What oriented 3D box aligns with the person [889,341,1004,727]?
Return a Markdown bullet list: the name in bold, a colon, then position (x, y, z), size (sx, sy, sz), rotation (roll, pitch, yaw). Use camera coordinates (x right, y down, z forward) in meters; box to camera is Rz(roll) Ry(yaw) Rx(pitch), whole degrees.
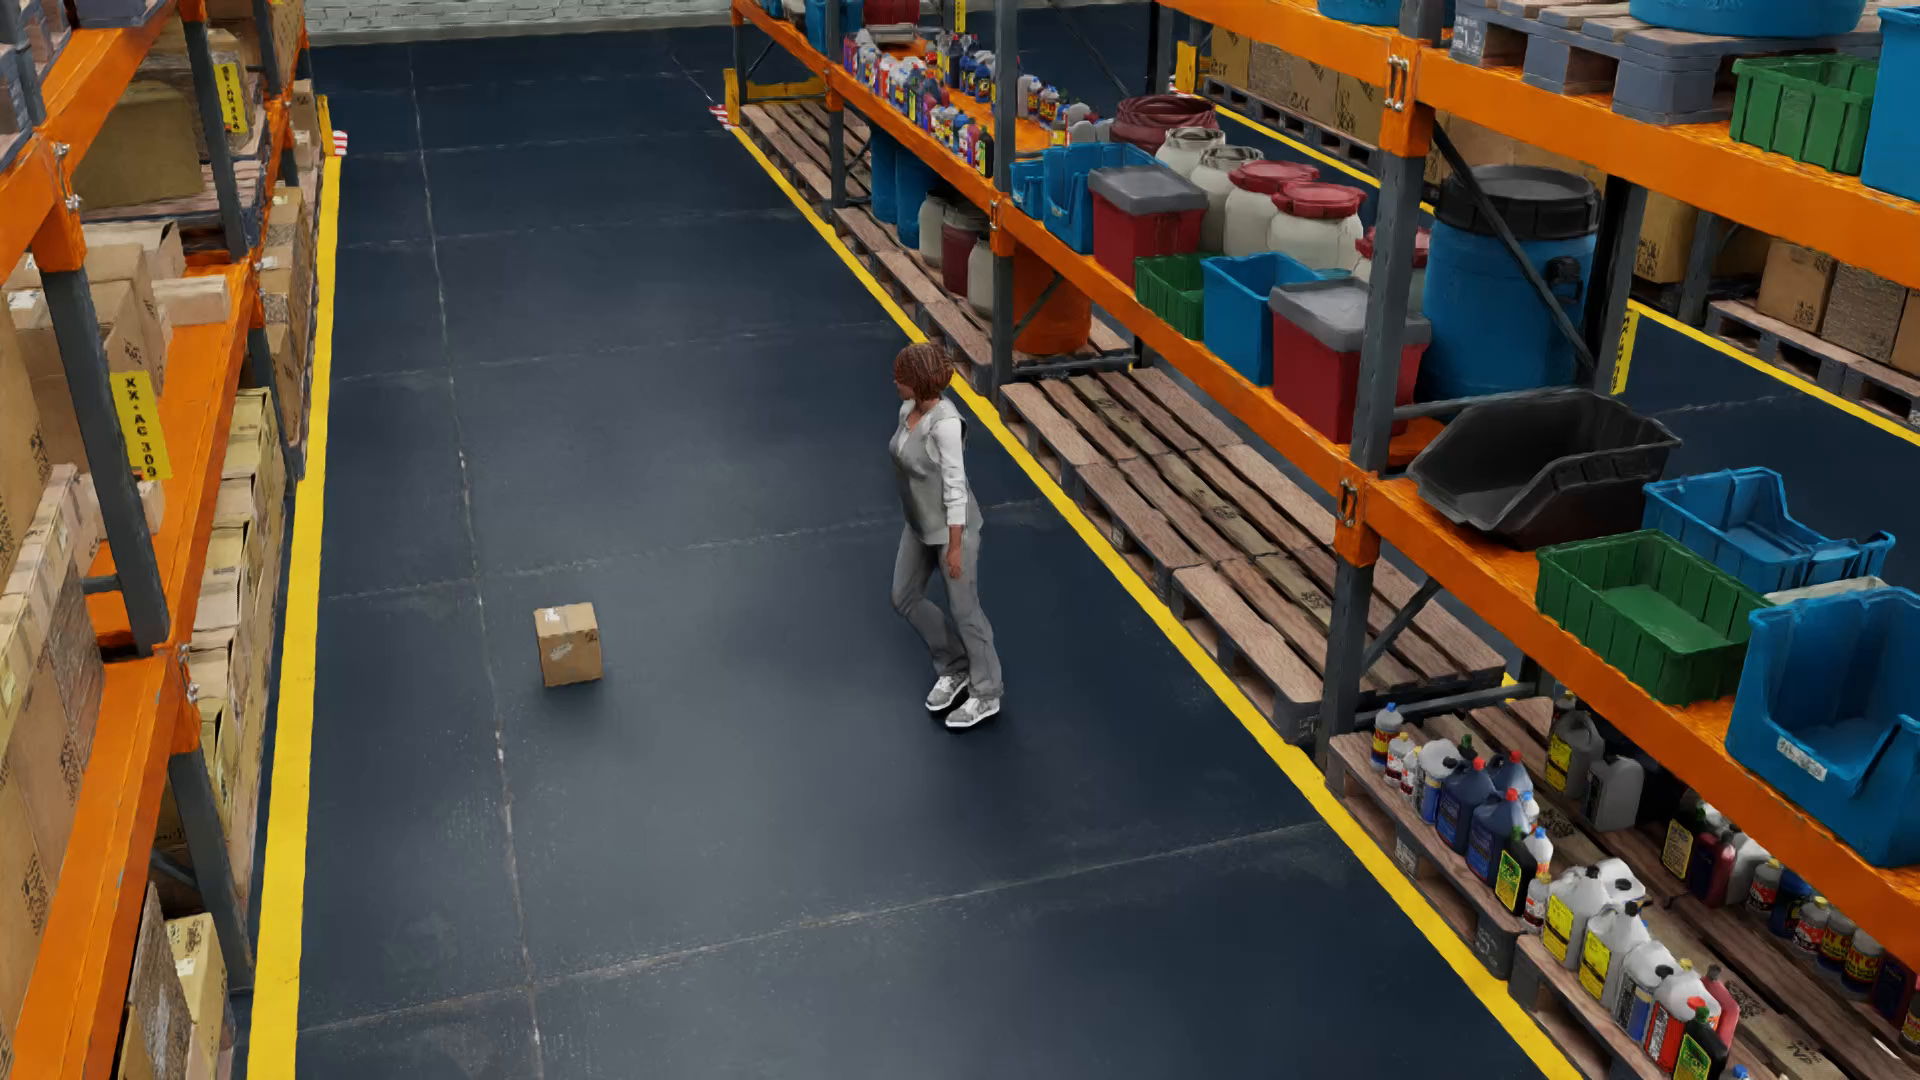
- **person**: position (-0.066, -0.028, 6.670), size (0.386, 1.574, 0.502), rotation (-13, 30, -25)
